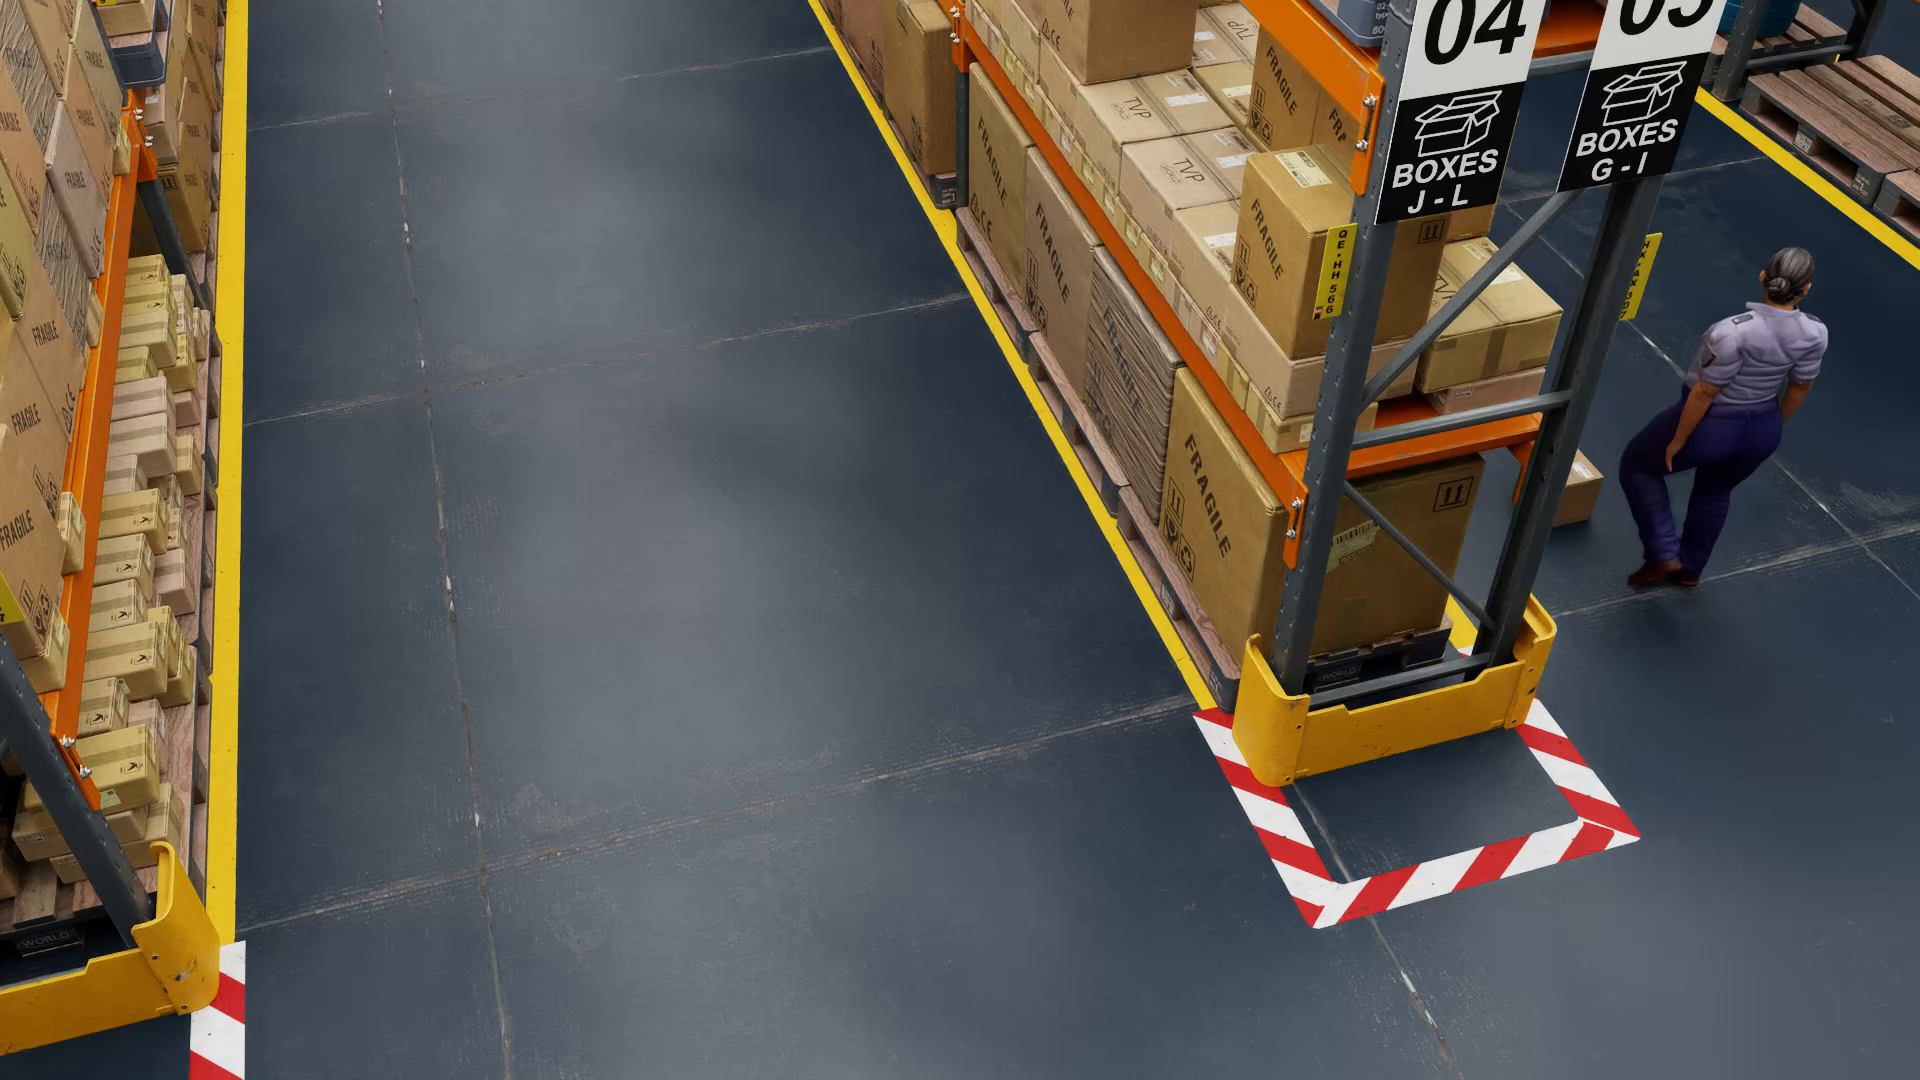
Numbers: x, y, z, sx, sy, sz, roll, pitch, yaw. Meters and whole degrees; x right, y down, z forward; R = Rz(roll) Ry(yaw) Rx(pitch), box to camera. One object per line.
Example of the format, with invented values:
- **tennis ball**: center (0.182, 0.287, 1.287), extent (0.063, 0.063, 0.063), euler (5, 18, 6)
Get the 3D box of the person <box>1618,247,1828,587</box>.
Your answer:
- **person**: center (3.029, -0.458, 6.664), extent (0.514, 1.642, 0.418), euler (-5, 43, -6)
